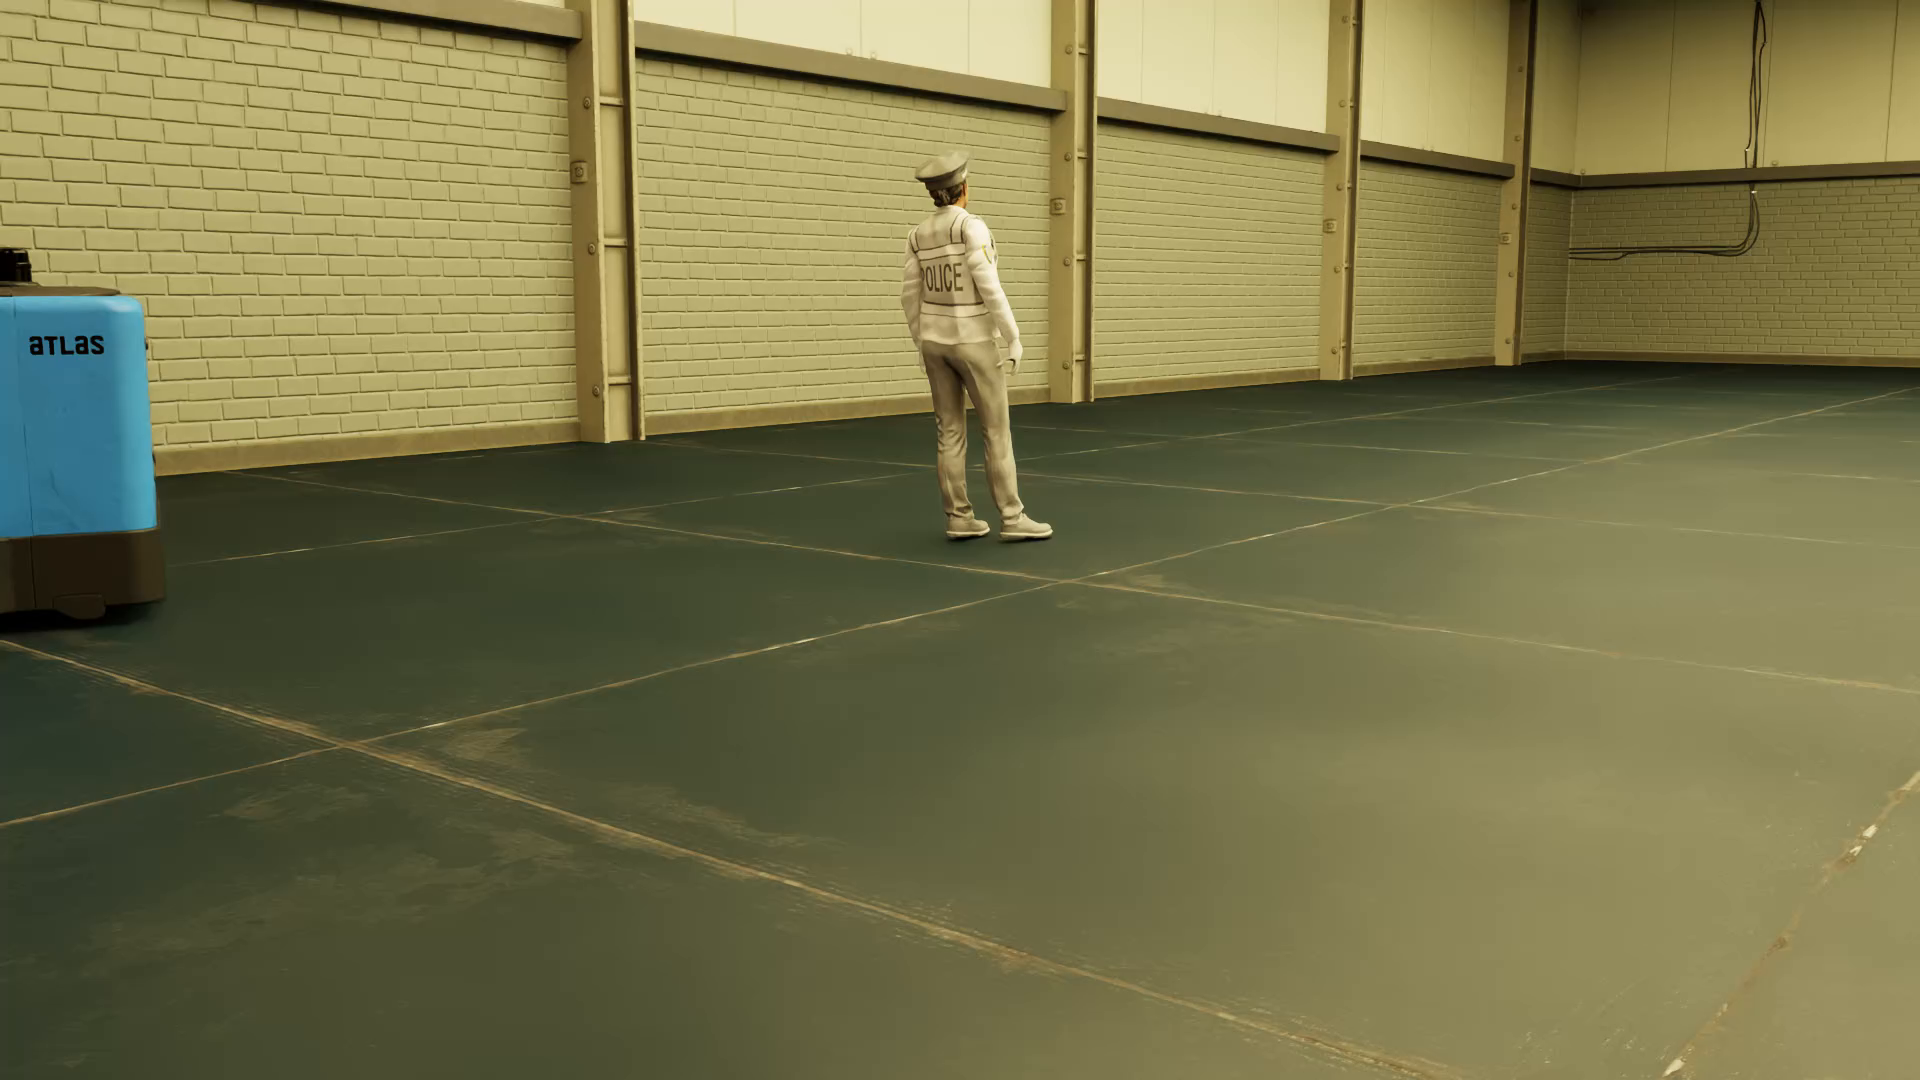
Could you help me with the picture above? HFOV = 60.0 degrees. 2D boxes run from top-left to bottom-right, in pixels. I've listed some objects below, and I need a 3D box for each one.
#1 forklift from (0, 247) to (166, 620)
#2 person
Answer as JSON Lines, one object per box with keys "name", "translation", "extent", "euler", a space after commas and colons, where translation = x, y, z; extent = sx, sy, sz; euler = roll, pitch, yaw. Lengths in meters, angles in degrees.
{"name": "forklift", "translation": [-4.226, -1.148, 5.129], "extent": [3.031, 2.935, 1.130], "euler": [-4, 9, -26]}
{"name": "person", "translation": [0.049, -0.853, 7.330], "extent": [0.586, 1.694, 0.530], "euler": [7, 11, 38]}
